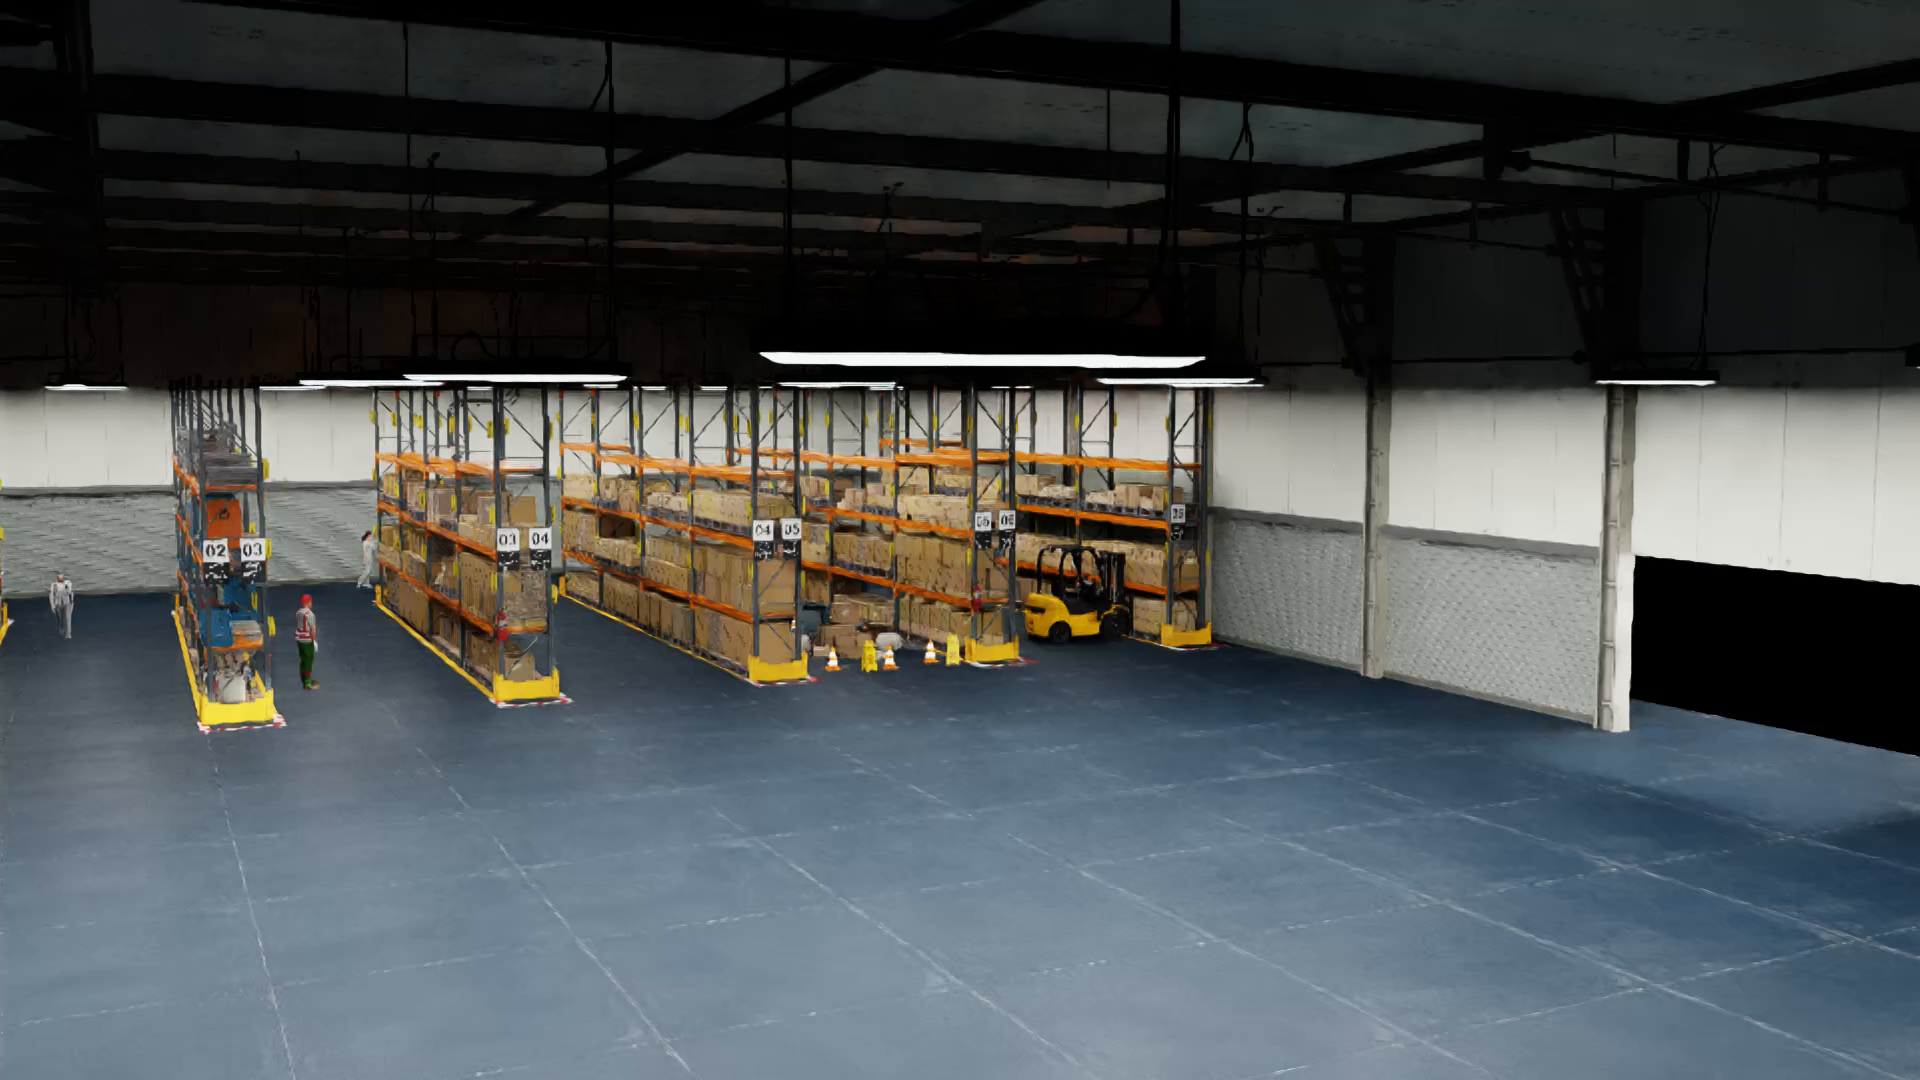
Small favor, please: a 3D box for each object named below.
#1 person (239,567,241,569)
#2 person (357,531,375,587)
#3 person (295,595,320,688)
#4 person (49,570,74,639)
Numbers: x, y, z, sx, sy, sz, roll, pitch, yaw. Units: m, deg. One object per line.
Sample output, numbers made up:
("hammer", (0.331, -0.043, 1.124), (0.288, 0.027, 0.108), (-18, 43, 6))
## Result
("person", (-18.487, 1.017, 42.813), (0.388, 1.762, 0.717), (-1, 5, -10))
("person", (-17.366, 0.566, 48.554), (0.449, 1.663, 0.623), (0, 5, 4))
("person", (-12.609, 1.948, 32.204), (0.620, 1.794, 0.468), (4, 6, 38))
("person", (-20.872, 1.476, 38.638), (0.495, 1.589, 1.086), (-2, 6, -24))
